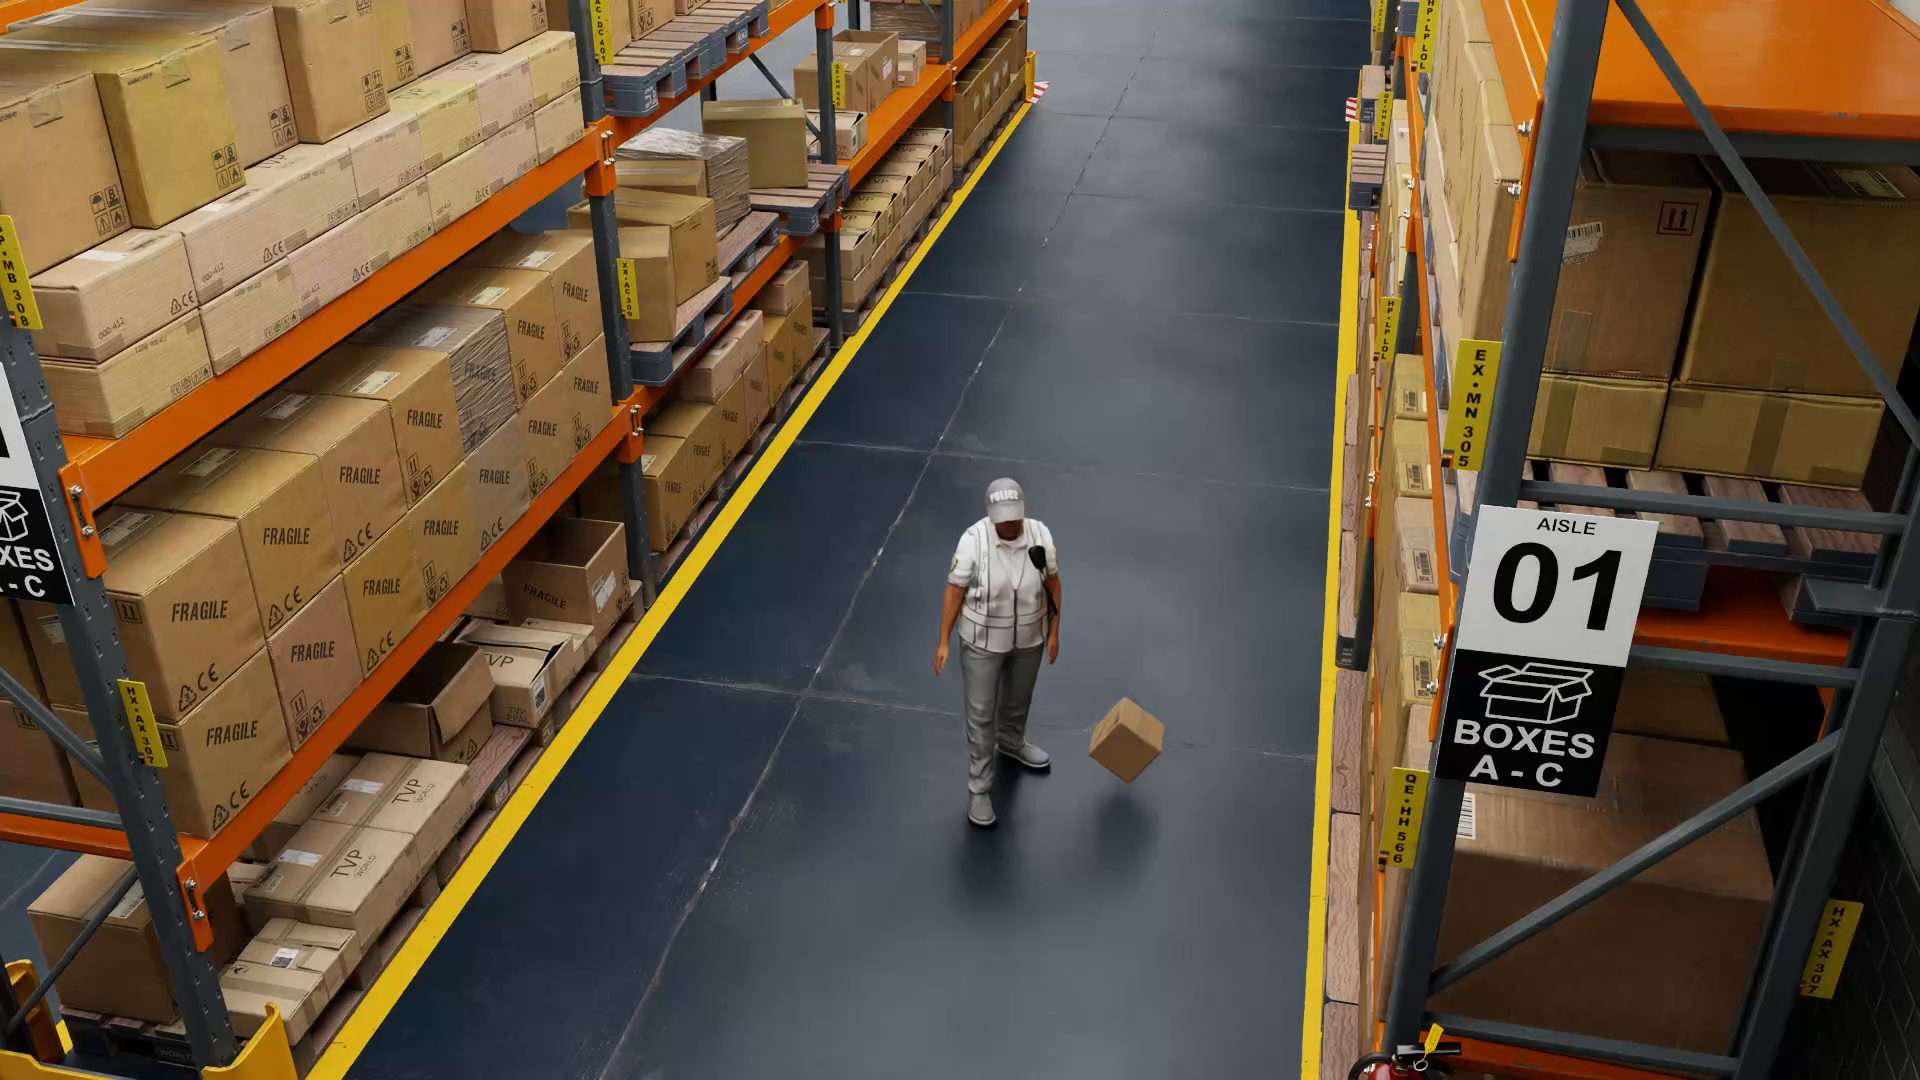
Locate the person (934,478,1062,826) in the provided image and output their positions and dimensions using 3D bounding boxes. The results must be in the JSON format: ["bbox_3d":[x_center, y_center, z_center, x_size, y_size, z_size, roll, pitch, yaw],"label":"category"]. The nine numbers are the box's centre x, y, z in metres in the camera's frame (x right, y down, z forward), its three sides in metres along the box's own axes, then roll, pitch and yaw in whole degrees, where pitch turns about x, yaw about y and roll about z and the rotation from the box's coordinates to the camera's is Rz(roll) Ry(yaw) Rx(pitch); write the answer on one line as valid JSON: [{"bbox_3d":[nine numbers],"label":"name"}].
[{"bbox_3d":[0.182,0.479,7.715,0.629,1.651,0.614,-9,30,-15],"label":"person"}]
